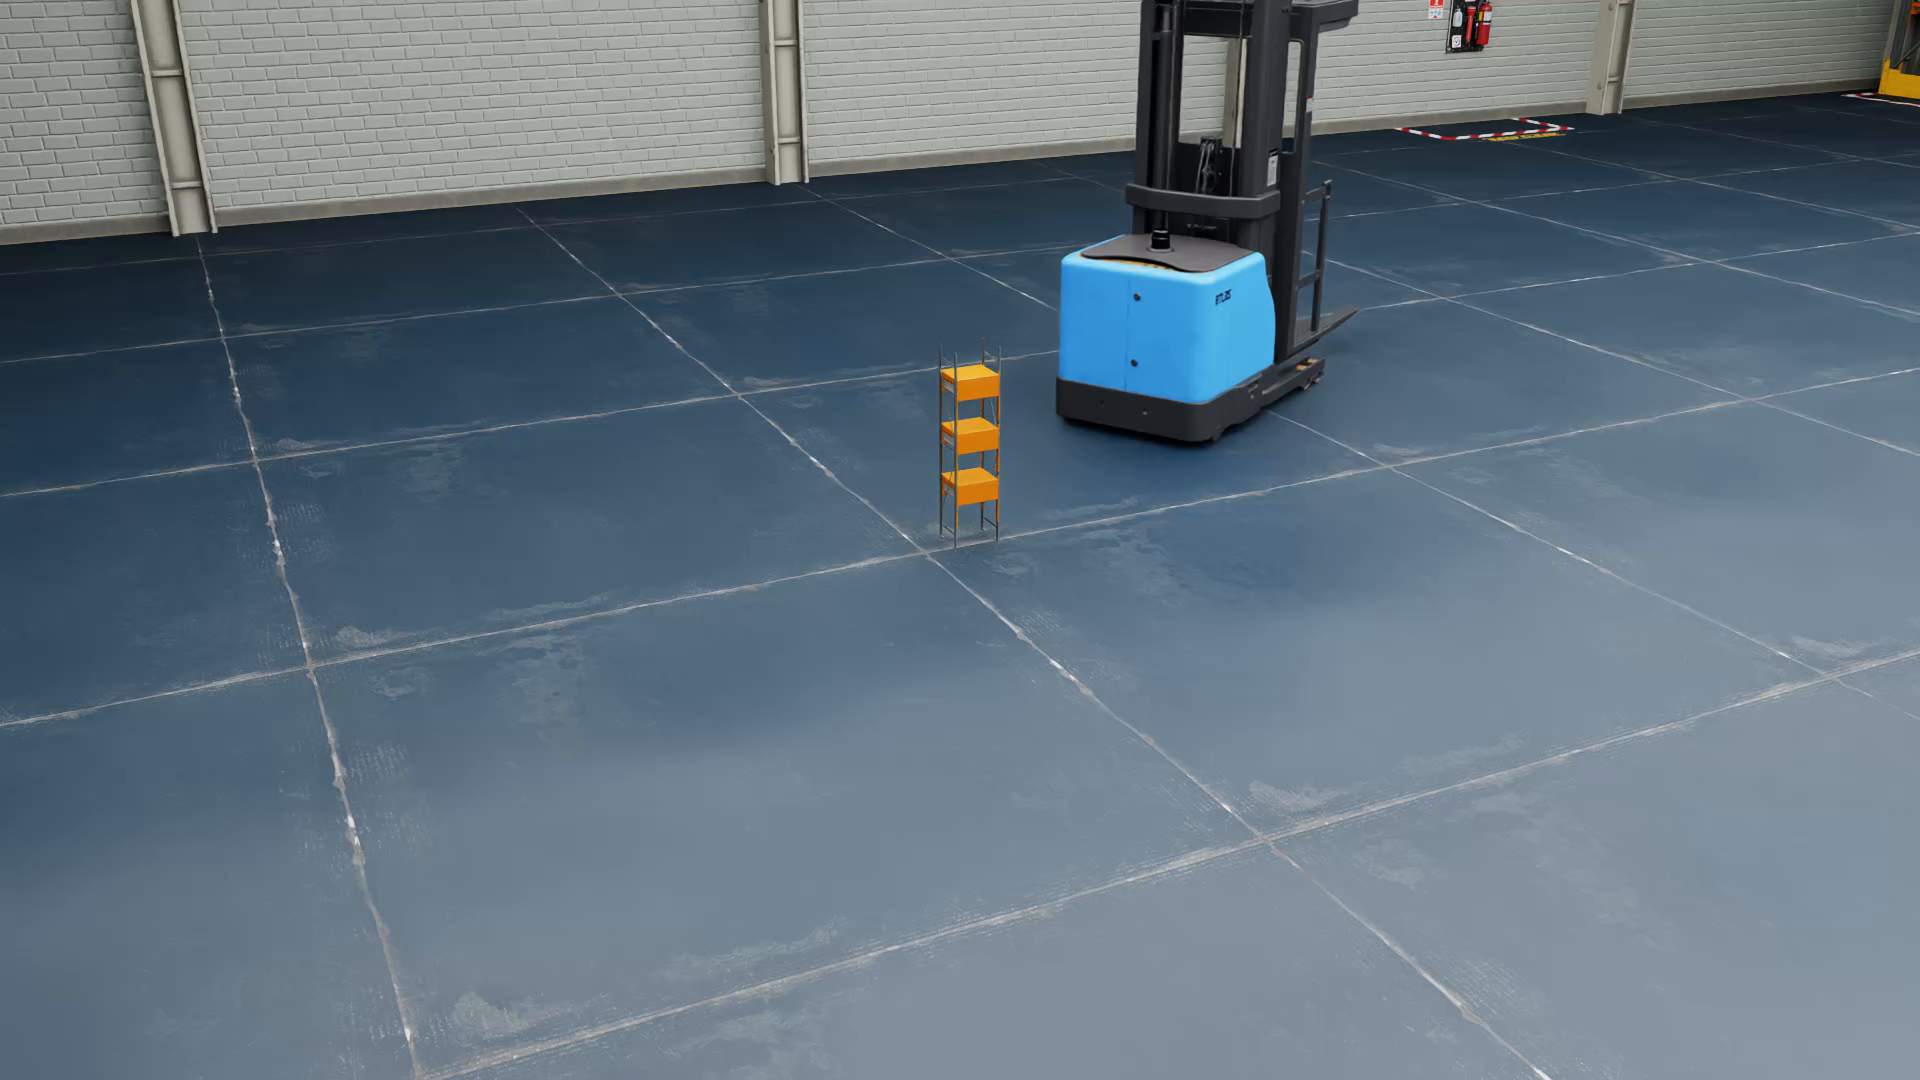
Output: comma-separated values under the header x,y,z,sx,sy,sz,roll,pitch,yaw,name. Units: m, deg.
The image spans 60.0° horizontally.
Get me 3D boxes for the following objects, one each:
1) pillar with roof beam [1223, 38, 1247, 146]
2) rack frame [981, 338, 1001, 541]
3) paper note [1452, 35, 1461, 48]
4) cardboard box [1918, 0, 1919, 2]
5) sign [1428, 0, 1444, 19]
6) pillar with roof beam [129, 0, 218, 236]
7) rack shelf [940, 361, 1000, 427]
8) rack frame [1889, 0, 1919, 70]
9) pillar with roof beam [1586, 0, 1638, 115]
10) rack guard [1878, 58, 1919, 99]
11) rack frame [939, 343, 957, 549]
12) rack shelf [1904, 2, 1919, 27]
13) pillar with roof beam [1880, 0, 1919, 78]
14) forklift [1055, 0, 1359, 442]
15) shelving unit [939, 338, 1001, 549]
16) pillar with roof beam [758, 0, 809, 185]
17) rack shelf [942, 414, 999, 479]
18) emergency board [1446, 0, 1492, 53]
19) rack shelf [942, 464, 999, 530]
x,y,z,sx,sy,sz,roll,pitch,yaw,name
5.379,-7.610,15.368,0.400,9.000,9.100,-10,25,-24,pillar with roof beam
0.158,-0.514,8.620,0.008,1.050,0.200,-10,25,-24,rack frame
6.485,-6.507,21.700,0.142,0.148,0.016,-10,25,-24,paper note
14.406,-7.982,24.281,0.500,0.250,0.500,-10,25,-23,cardboard box
6.132,-6.880,21.402,0.234,0.329,0.001,-10,25,-24,sign
-5.434,-5.619,10.559,0.400,9.000,9.100,-10,25,-24,pillar with roof beam
0.048,-0.746,8.466,0.240,0.259,0.215,-10,25,-24,rack shelf
14.069,-7.898,23.907,0.127,3.000,1.000,-10,25,-24,rack frame
10.785,-8.605,17.772,0.400,9.000,9.100,-10,25,-24,pillar with roof beam
14.137,-6.755,24.416,0.348,0.500,1.175,-10,25,-24,rack guard
-0.062,-0.474,8.522,0.008,1.050,0.200,-10,25,-24,rack frame
15.871,-7.897,24.846,4.000,0.370,1.077,-10,25,-24,rack shelf
16.191,-9.600,20.176,0.400,9.000,9.100,-10,25,-24,pillar with roof beam
1.836,-2.455,10.849,1.130,2.935,3.031,14,26,31,forklift
0.048,-0.494,8.571,0.252,1.050,0.215,-10,25,-24,shelving unit
-0.028,-6.614,12.963,0.400,9.000,9.100,-10,25,-24,pillar with roof beam
0.048,-0.484,8.575,0.240,0.259,0.215,-10,25,-24,rack shelf
6.675,-6.920,21.545,0.643,1.169,0.194,-10,25,-24,emergency board
0.048,-0.227,8.681,0.240,0.259,0.215,-10,25,-24,rack shelf
